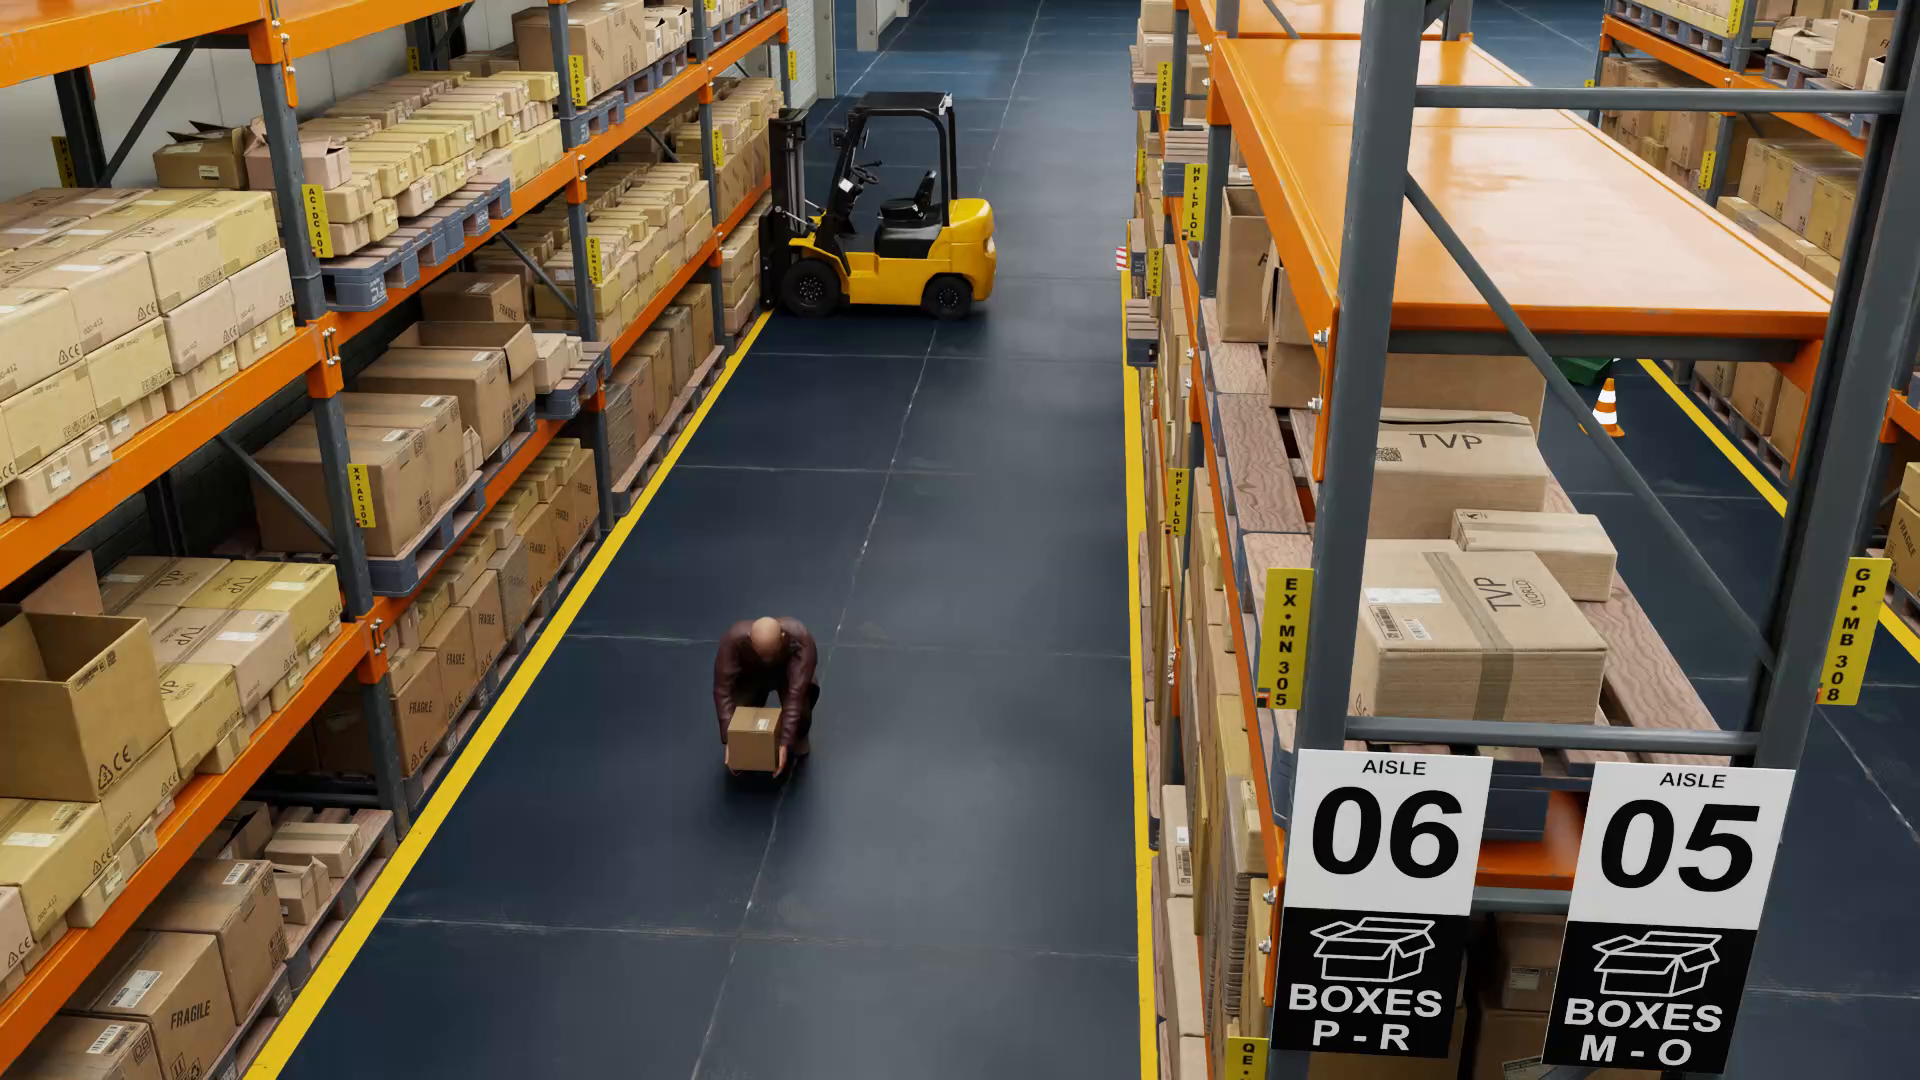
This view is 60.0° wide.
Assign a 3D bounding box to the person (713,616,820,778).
[{"bbox_3d":[-1.076,0.780,9.265,0.591,0.995,0.905,2,24,4],"label":"person"}]
